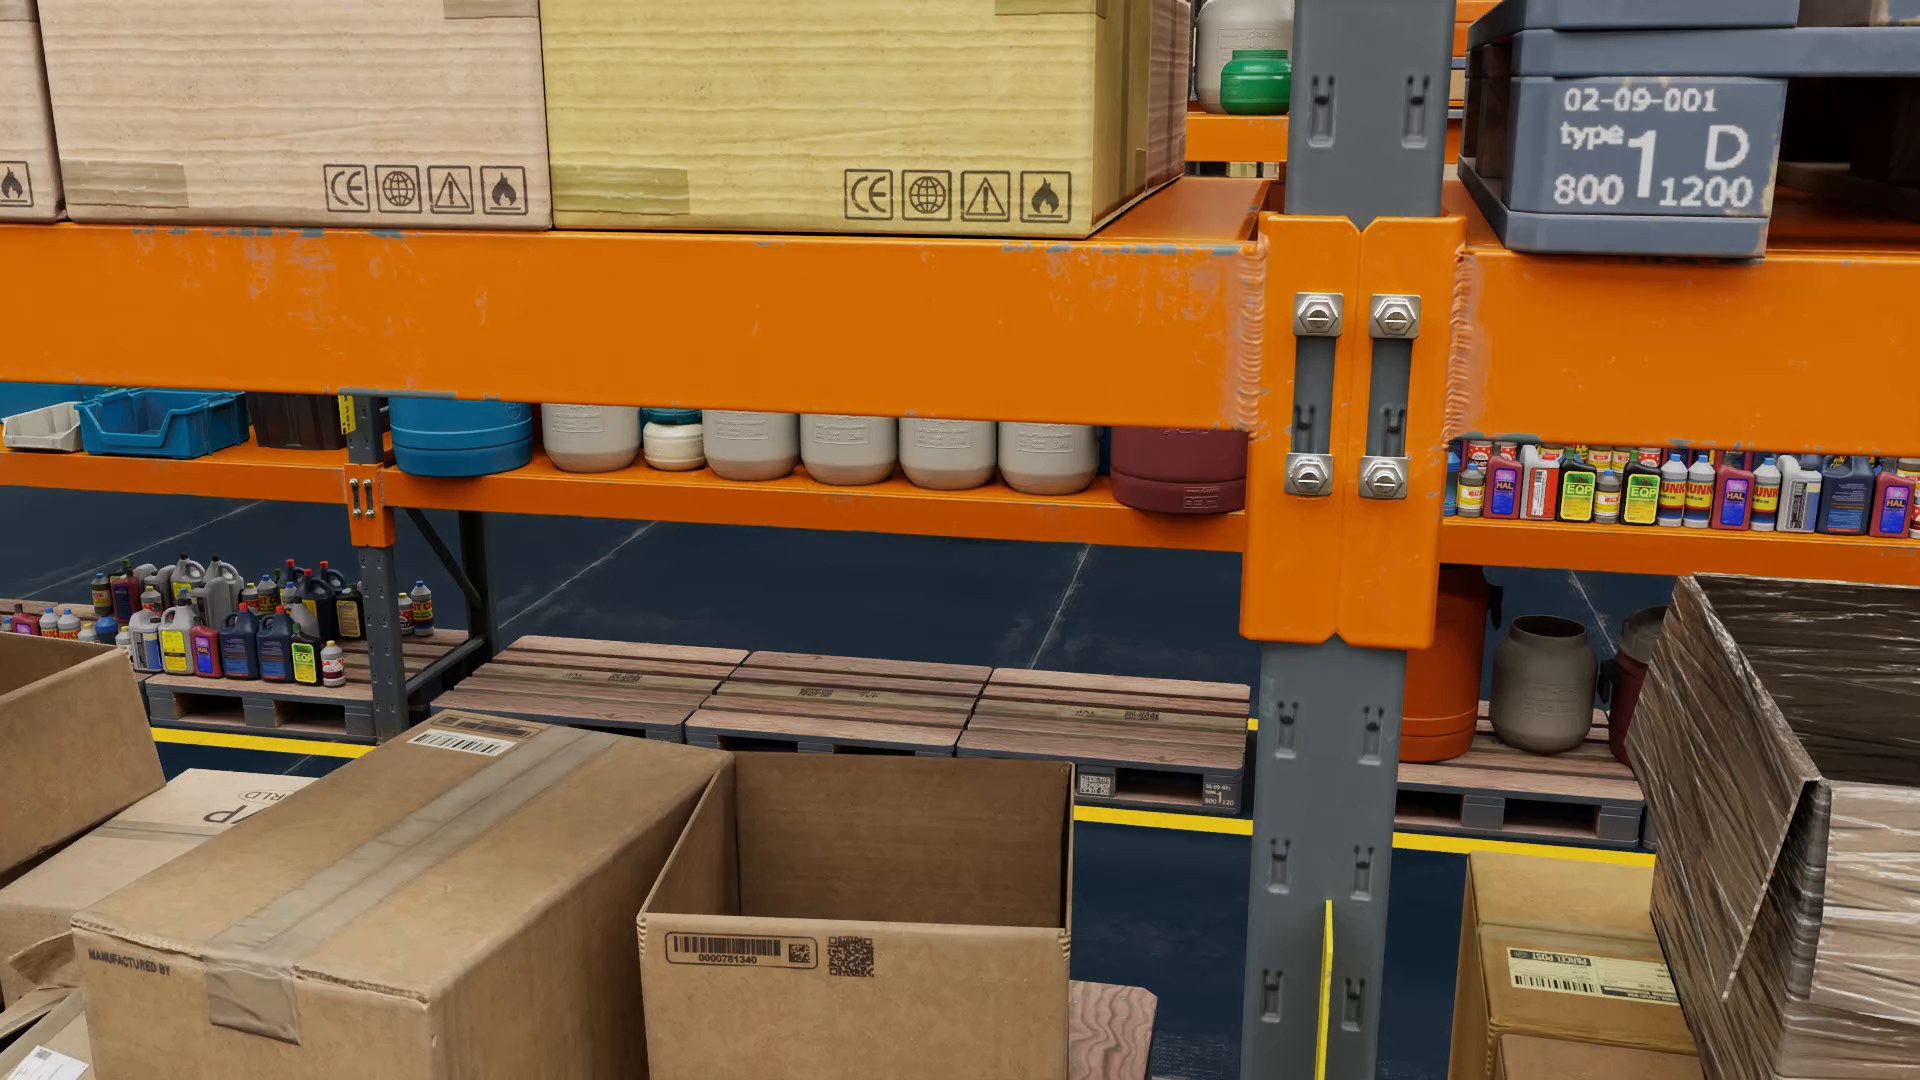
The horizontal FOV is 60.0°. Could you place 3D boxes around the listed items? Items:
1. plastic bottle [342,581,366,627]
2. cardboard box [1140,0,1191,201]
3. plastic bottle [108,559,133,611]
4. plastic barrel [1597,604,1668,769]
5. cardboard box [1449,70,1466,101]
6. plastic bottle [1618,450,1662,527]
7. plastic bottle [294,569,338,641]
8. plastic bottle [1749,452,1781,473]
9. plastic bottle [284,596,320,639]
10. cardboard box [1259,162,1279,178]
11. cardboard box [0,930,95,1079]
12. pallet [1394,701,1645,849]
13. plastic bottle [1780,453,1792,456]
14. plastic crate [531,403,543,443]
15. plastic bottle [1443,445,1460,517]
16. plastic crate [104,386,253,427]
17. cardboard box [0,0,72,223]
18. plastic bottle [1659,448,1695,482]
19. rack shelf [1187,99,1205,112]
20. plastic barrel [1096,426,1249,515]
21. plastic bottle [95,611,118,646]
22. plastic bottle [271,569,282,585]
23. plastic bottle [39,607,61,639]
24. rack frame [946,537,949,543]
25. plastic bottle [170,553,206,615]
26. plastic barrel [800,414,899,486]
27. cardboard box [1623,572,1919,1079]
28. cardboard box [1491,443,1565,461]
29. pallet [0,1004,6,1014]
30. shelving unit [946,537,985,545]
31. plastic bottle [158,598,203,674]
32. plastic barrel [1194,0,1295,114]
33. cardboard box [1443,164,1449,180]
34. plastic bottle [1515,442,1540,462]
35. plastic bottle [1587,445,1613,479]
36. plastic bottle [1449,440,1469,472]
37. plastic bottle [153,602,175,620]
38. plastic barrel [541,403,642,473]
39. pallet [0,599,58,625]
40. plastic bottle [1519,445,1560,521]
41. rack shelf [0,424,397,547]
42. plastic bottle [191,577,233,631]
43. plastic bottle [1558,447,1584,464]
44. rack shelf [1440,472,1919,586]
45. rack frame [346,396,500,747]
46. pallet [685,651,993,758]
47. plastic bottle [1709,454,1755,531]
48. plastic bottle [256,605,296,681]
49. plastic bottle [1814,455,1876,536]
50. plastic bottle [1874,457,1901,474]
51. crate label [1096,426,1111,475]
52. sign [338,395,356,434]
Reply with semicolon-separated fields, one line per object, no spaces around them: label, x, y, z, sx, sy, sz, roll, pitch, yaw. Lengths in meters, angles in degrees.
plastic bottle;-3.048;0.329;8.462;0.135;0.276;0.152;4;16;13
cardboard box;0.022;-0.586;2.150;0.500;0.250;0.500;3;16;12
plastic bottle;-4.416;0.239;8.774;0.133;0.283;0.061;4;16;12
plastic barrel;3.008;0.625;6.849;0.708;0.588;0.600;3;16;11
cardboard box;3.343;-3.165;10.991;0.500;0.500;0.910;3;16;11
plastic bottle;2.580;-0.197;6.303;0.133;0.283;0.061;3;16;11
plastic bottle;-3.238;0.321;8.351;0.185;0.351;0.144;3;16;11
plastic bottle;3.320;-0.357;6.880;0.133;0.283;0.061;3;16;11
plastic bottle;-3.161;0.438;7.928;0.185;0.351;0.144;3;16;11
cardboard box;3.049;-3.592;16.113;0.250;0.149;0.380;1;16;4
cardboard box;-1.256;0.723;2.227;0.258;0.266;0.396;3;16;10
pallet;2.200;0.958;7.138;1.213;0.211;1.003;3;16;11
plastic bottle;3.480;-0.386;6.859;0.185;0.351;0.144;3;16;11
plastic crate;-1.966;-0.715;7.833;0.583;0.464;0.402;3;16;11
plastic bottle;1.887;-0.234;6.458;0.097;0.271;0.097;0;15;0
plastic crate;-3.775;-0.674;8.201;0.662;0.188;0.450;3;16;11
cardboard box;-1.063;-0.506;1.861;0.500;0.250;0.500;4;16;13
plastic bottle;3.020;-0.390;6.999;0.133;0.283;0.061;3;16;11
rack shelf;0.450;-2.918;11.634;4.000;0.370;1.077;3;16;11
plastic barrel;0.904;-0.428;6.662;0.708;0.536;0.600;3;16;11
plastic bottle;-4.074;0.473;7.953;0.097;0.271;0.097;0;15;0
plastic bottle;-3.548;0.286;8.604;0.133;0.283;0.061;4;16;14
plastic bottle;-4.370;0.457;8.011;0.097;0.271;0.097;0;15;0
rack frame;-0.067;-0.510;10.865;0.008;1.050;0.200;3;16;11
plastic bottle;-3.993;0.241;8.641;0.185;0.351;0.144;4;16;13
plastic barrel;-0.464;-0.525;7.013;0.433;0.535;0.433;0;15;0
cardboard box;1.145;0.390;1.897;0.637;0.503;0.797;4;16;13
cardboard box;3.803;-0.566;11.276;0.500;0.500;0.500;3;16;10
pallet;-1.516;0.877;2.567;1.213;0.211;1.003;3;16;11
shelving unit;0.052;-0.503;10.842;0.252;1.050;0.215;3;16;11
plastic bottle;-3.694;0.449;7.891;0.185;0.351;0.144;3;16;11
plastic barrel;1.175;-2.013;6.811;0.421;0.512;0.421;0;15;0
cardboard box;4.313;-3.451;15.645;0.500;0.250;0.500;3;16;10
plastic bottle;2.426;-0.411;7.099;0.097;0.271;0.097;0;15;0
plastic bottle;2.713;-0.362;7.052;0.097;0.201;0.097;0;15;0
plastic bottle;2.126;-0.438;7.174;0.133;0.283;0.061;3;16;11
plastic bottle;-3.832;0.444;8.036;0.133;0.283;0.061;3;16;11
plastic barrel;-1.607;-0.587;7.237;0.433;0.535;0.433;0;15;0
pallet;-5.542;0.538;8.655;1.213;0.211;1.003;3;16;11
plastic bottle;2.232;-0.225;6.417;0.135;0.276;0.152;3;16;11
rack shelf;-4.461;-0.389;8.126;4.000;0.370;1.077;3;16;11
plastic bottle;-3.816;0.327;8.471;0.135;0.276;0.152;3;16;11
plastic bottle;2.352;-0.225;6.427;0.097;0.271;0.097;0;15;0
rack shelf;3.379;0.036;6.590;4.000;0.370;1.077;3;16;11
rack frame;-2.501;-0.630;7.646;0.127;3.000;1.000;3;16;11
pallet;-0.525;0.810;7.672;1.213;0.211;1.003;3;16;11
plastic bottle;2.902;-0.180;6.240;0.133;0.283;0.061;3;16;11
plastic bottle;-3.190;0.476;7.792;0.185;0.351;0.144;3;16;10
plastic bottle;3.293;-0.202;6.195;0.185;0.351;0.144;3;16;11
plastic bottle;3.826;-0.330;6.797;0.135;0.276;0.152;3;16;11
crate label;0.499;-0.557;7.319;0.616;0.435;0.502;3;16;11
sign;-2.622;-0.620;7.091;0.005;0.325;0.100;3;16;11
